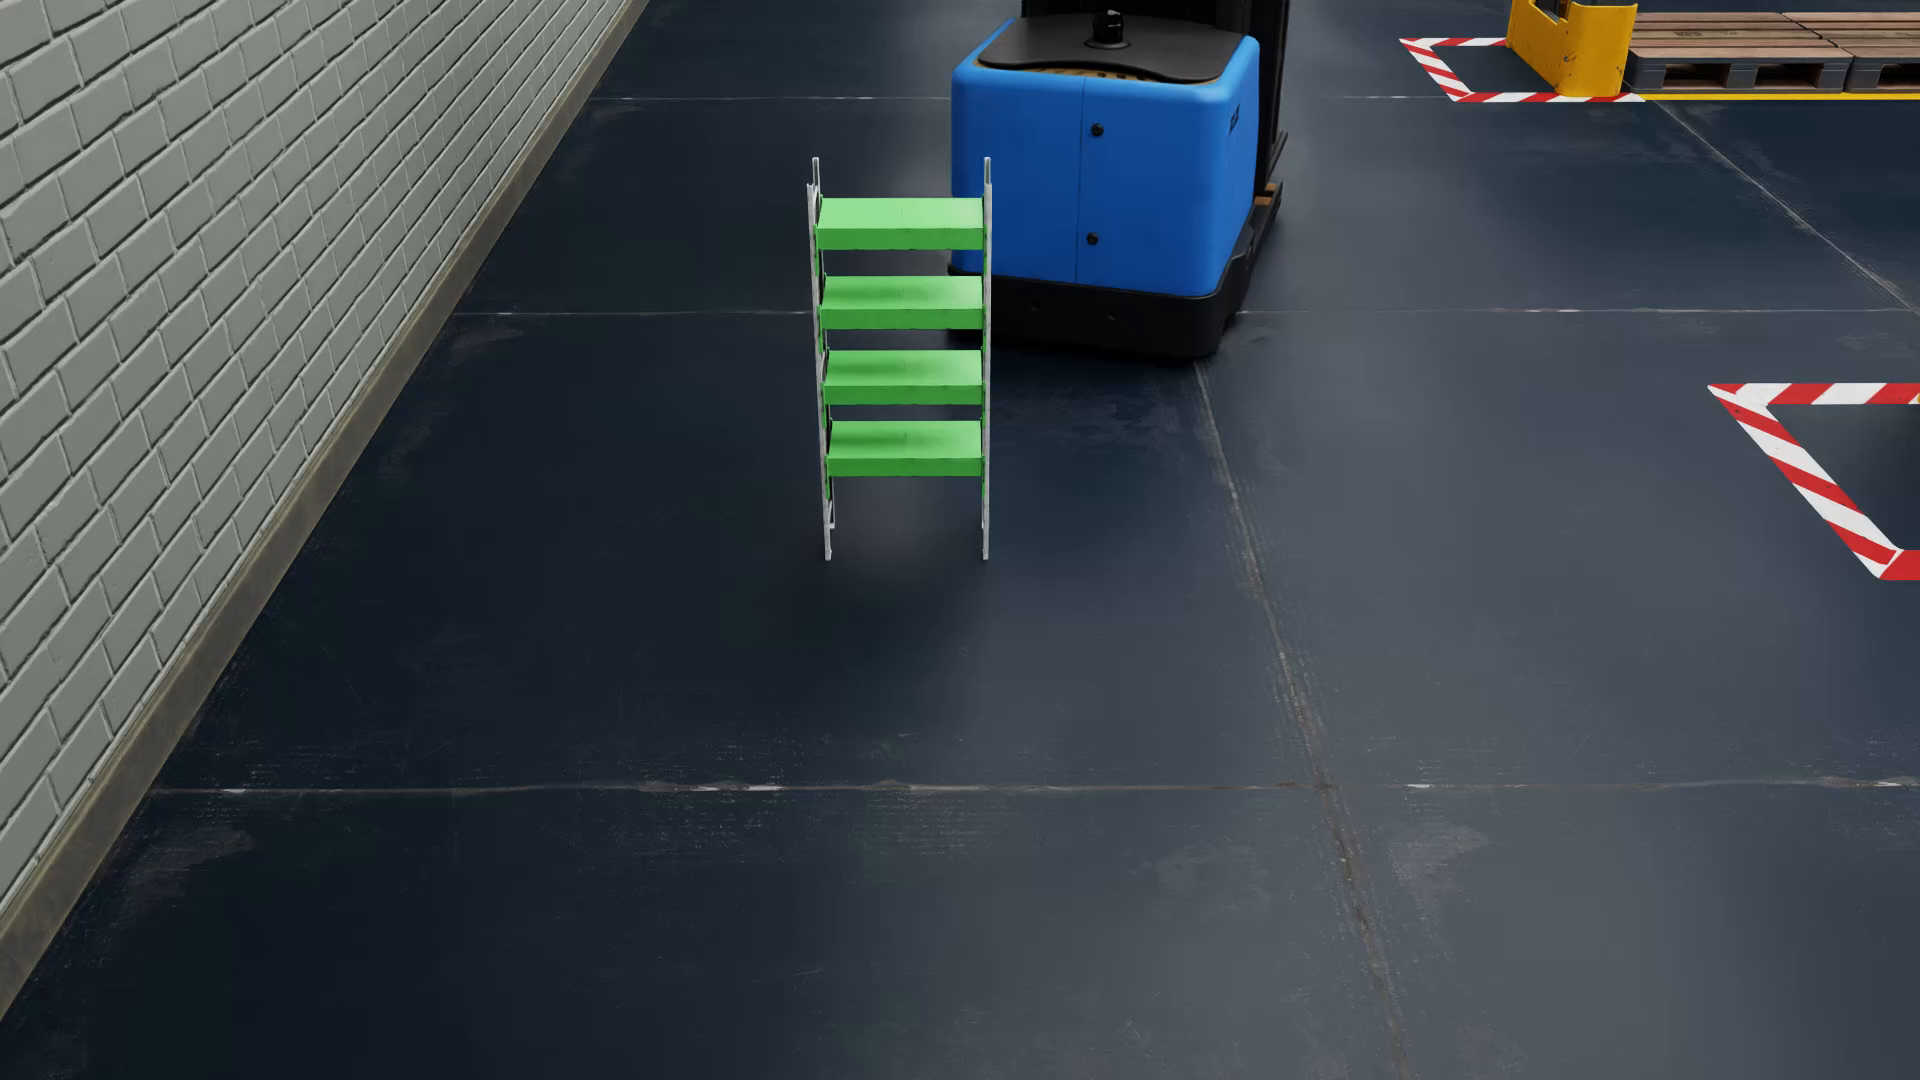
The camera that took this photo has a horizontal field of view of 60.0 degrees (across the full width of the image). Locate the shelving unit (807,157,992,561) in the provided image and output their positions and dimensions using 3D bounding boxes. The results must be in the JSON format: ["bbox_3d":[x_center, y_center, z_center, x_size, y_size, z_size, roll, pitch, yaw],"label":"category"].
[{"bbox_3d":[-0.166,-0.512,4.938,0.503,1.200,0.258,0,31,0],"label":"shelving unit"}]

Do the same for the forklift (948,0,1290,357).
[{"bbox_3d":[0.863,-2.692,6.862,1.130,2.935,3.031,9,32,14],"label":"forklift"}]

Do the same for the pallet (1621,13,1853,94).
[{"bbox_3d":[4.401,-2.873,9.781,1.213,0.211,1.003,0,31,0],"label":"pallet"}]

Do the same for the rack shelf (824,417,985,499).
[{"bbox_3d":[-0.166,-0.253,5.096,0.480,0.148,0.258,0,31,0],"label":"rack shelf"}]

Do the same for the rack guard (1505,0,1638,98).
[{"bbox_3d":[3.552,-3.007,9.724,0.348,0.500,1.175,0,31,0],"label":"rack guard"}]

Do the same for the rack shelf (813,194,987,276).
[{"bbox_3d":[-0.166,-0.868,4.722,0.480,0.148,0.258,0,31,0],"label":"rack shelf"}]

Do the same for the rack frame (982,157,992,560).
[{"bbox_3d":[0.078,-0.513,4.939,0.015,1.200,0.240,0,31,0],"label":"rack frame"}]

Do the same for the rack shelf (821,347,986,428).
[{"bbox_3d":[-0.166,-0.458,4.971,0.480,0.148,0.258,0,31,0],"label":"rack shelf"}]

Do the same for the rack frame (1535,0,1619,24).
[{"bbox_3d":[3.576,-4.082,9.087,0.127,3.000,1.000,0,31,0],"label":"rack frame"}]

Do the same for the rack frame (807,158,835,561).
[{"bbox_3d":[-0.410,-0.512,4.937,0.015,1.200,0.240,0,31,0],"label":"rack frame"}]

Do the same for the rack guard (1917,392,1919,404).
[{"bbox_3d":[3.678,-0.445,5.501,0.348,0.500,1.175,0,31,0],"label":"rack guard"}]

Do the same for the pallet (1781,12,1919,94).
[{"bbox_3d":[5.618,-2.875,9.785,1.213,0.211,1.003,0,31,0],"label":"pallet"}]

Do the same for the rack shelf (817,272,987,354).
[{"bbox_3d":[-0.166,-0.663,4.847,0.480,0.148,0.258,0,31,0],"label":"rack shelf"}]
